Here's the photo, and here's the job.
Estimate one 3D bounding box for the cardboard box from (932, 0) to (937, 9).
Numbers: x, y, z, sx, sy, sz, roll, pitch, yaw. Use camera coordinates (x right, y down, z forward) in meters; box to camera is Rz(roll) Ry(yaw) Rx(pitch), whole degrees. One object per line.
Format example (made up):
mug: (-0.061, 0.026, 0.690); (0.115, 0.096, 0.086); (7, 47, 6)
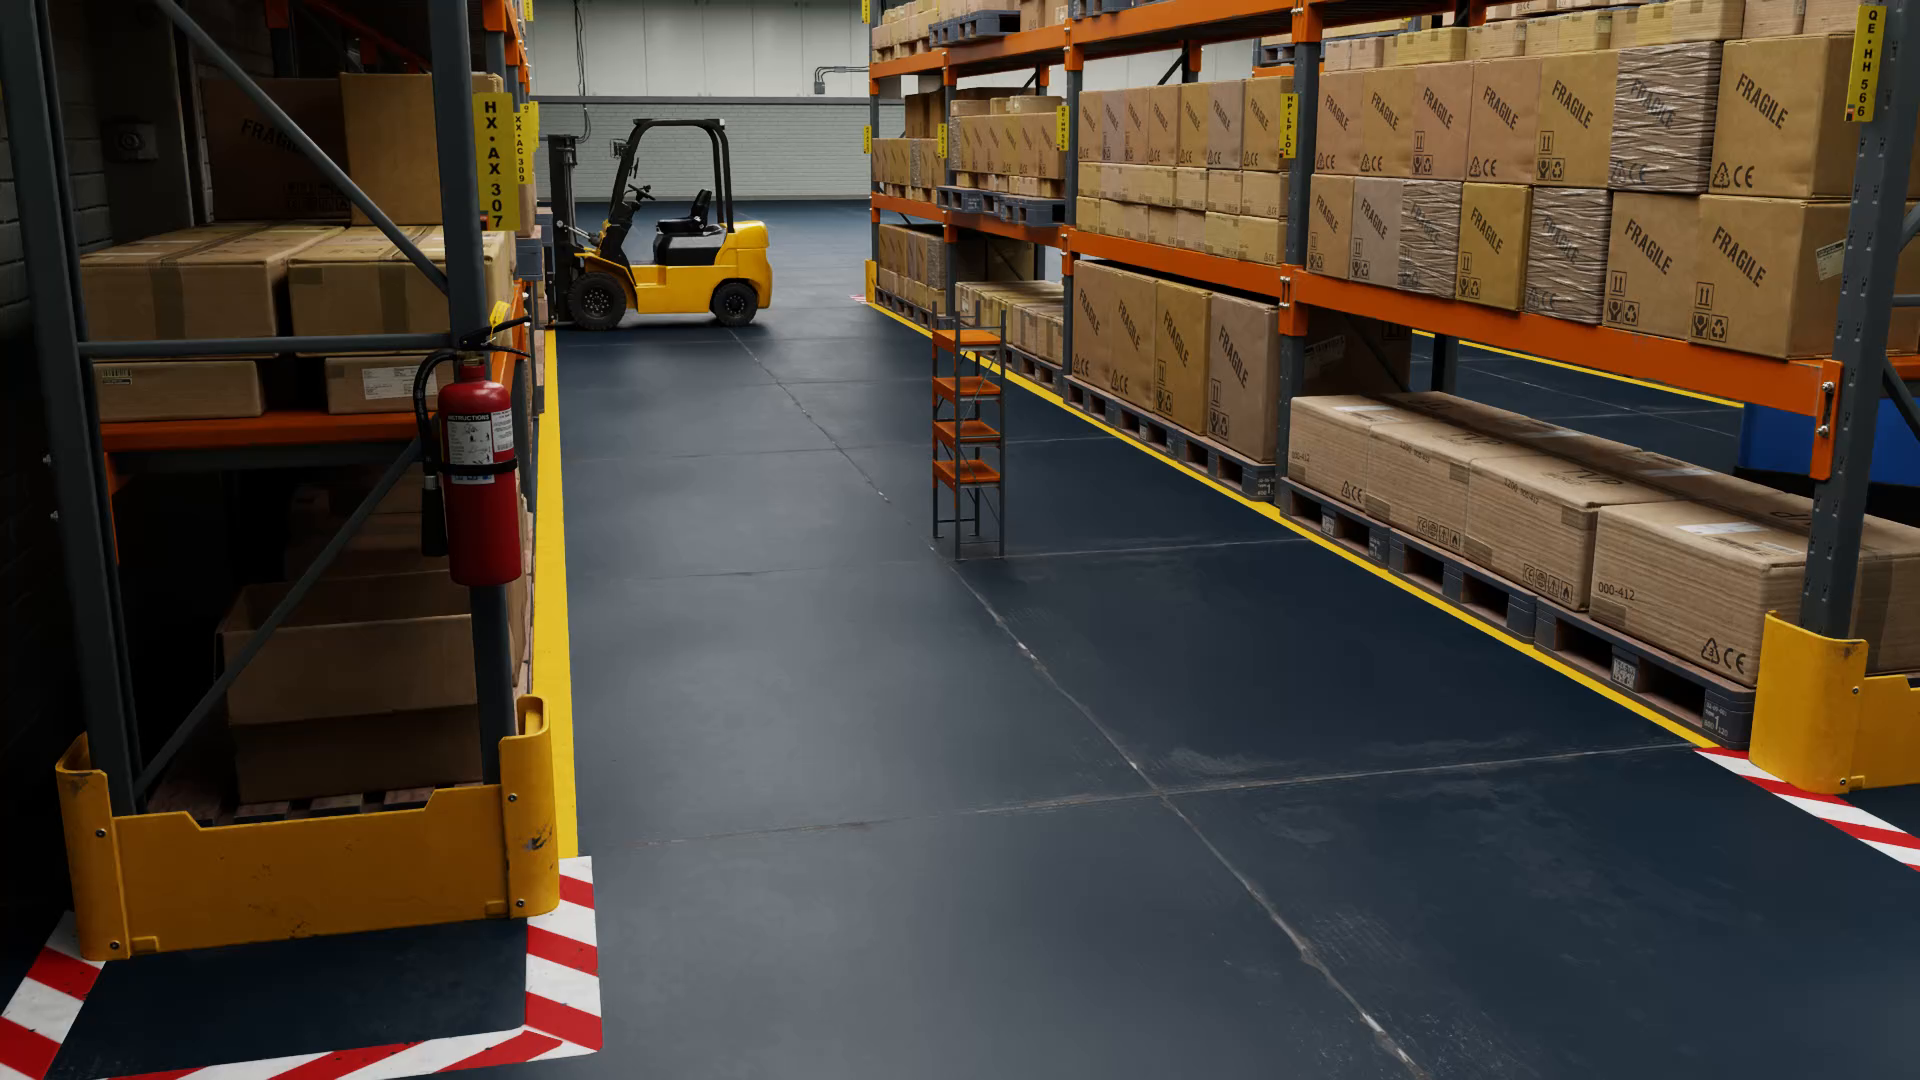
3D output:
cardboard box: (-0.066, -5.345, 16.514); (0.380, 0.149, 0.250); (-4, 14, -15)

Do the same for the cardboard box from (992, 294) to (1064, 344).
cardboard box: (0.819, -1.987, 14.890); (0.950, 0.372, 0.625); (-3, 14, -11)

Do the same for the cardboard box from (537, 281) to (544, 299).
cardboard box: (-4.281, -2.468, 16.065); (0.500, 0.250, 0.500); (-3, 14, -13)

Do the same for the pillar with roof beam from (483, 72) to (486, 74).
pillar with roof beam: (-8.980, -14.015, 46.833); (9.100, 9.000, 0.400); (-3, 14, -13)

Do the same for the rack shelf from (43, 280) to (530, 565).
rack shelf: (-2.119, -0.572, 5.964); (1.077, 0.370, 4.000); (-3, 14, -13)

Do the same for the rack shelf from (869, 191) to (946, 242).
rack shelf: (-0.113, -3.618, 18.431); (1.077, 0.370, 4.000); (-3, 14, -13)

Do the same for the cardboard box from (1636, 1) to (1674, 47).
cardboard box: (2.651, -1.831, 5.918); (0.380, 0.149, 0.250); (-3, 14, -12)

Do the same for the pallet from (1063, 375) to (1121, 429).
pallet: (1.408, -1.042, 12.249); (1.003, 0.211, 1.213); (-3, 14, -13)

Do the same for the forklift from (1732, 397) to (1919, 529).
forklift: (5.351, -1.715, 9.272); (1.130, 2.935, 3.031); (10, 17, 36)

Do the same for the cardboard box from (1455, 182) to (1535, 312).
cardboard box: (2.437, -1.236, 6.955); (0.500, 0.500, 0.500); (-3, 14, -12)

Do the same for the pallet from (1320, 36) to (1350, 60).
pallet: (4.680, -5.689, 19.261); (1.003, 0.211, 1.213); (-3, 14, -13)

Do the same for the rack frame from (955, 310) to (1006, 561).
rack frame: (0.096, -0.488, 7.898); (0.240, 1.200, 0.015); (-3, 14, -13)

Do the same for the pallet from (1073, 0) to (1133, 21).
pallet: (1.499, -3.803, 11.751); (1.213, 0.211, 1.003); (-3, 14, -11)

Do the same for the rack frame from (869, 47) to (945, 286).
rack frame: (-0.583, -4.429, 20.234); (1.000, 3.000, 0.127); (-3, 14, -13)

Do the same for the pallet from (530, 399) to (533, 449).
pallet: (-3.389, -0.777, 11.161); (1.003, 0.211, 1.213); (-3, 14, -13)

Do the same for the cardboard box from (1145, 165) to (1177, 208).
cardboard box: (1.507, -2.270, 10.660); (0.500, 0.250, 0.500); (-3, 14, -12)

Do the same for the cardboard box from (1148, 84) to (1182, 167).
cardboard box: (1.522, -2.639, 10.593); (0.500, 0.500, 0.500); (-3, 14, -12)

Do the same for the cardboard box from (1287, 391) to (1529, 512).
cardboard box: (2.279, -0.469, 8.540); (0.875, 0.438, 0.875); (-3, 14, -14)

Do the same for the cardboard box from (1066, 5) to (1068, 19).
cardboard box: (1.018, -3.979, 12.603); (0.380, 0.149, 0.250); (-3, 14, -13)

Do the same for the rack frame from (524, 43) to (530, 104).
rack frame: (-5.407, -4.151, 19.098); (1.000, 3.000, 0.127); (-3, 14, -13)

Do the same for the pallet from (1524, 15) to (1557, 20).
pallet: (5.616, -4.651, 15.222); (1.003, 0.211, 1.213); (-3, 14, -11)

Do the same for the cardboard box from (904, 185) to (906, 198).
cardboard box: (-0.419, -3.917, 18.669); (0.380, 0.149, 0.250); (-3, 14, -11)

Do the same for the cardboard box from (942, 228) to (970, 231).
cardboard box: (0.097, -3.254, 18.754); (0.500, 0.500, 0.500); (-4, 14, -15)

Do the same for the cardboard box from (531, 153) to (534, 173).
cardboard box: (-4.674, -3.747, 17.234); (0.500, 0.500, 0.500); (-3, 14, -13)

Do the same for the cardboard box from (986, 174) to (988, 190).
cardboard box: (0.446, -3.205, 14.869); (0.380, 0.149, 0.250); (-3, 14, -13)

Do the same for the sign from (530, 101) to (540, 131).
sign: (-4.876, -4.856, 19.043); (0.100, 0.325, 0.005); (-3, 14, -13)

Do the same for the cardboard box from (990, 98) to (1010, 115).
cardboard box: (0.479, -3.845, 14.756); (0.380, 0.149, 0.250); (-2, 14, -10)

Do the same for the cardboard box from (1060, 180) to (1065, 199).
cardboard box: (0.990, -2.728, 12.916); (0.380, 0.149, 0.250); (-3, 14, -11)

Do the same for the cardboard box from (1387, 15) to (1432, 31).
cardboard box: (4.748, -5.459, 17.565); (0.380, 0.149, 0.250); (-3, 14, -13)

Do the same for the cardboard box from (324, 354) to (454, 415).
cardboard box: (-1.459, -0.429, 4.393); (0.380, 0.149, 0.250); (-3, 14, -14)

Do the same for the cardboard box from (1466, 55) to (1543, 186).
cardboard box: (2.450, -1.719, 6.826); (0.500, 0.500, 0.500); (-3, 14, -14)

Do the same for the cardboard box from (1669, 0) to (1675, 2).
cardboard box: (6.161, -4.556, 13.869); (0.380, 0.149, 0.250); (-4, 14, -15)

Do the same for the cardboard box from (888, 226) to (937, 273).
cardboard box: (-0.529, -3.334, 19.082); (0.500, 0.500, 0.500); (-4, 14, -15)

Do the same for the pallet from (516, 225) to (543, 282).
pallet: (-2.670, -1.480, 8.569); (1.003, 0.211, 1.213); (-3, 14, -13)

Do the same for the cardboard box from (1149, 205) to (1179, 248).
cardboard box: (1.541, -2.031, 10.736); (0.500, 0.250, 0.500); (-3, 14, -13)

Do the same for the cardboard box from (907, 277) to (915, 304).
cardboard box: (-0.293, -2.735, 18.212); (0.500, 0.250, 0.500); (-3, 14, -12)

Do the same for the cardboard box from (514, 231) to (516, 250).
cardboard box: (-2.232, -1.351, 7.324); (0.500, 0.250, 0.500); (-3, 14, -12)

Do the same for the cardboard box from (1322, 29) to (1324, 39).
cardboard box: (4.331, -5.869, 19.242); (0.380, 0.149, 0.250); (-3, 14, -13)

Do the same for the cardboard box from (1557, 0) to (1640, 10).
cardboard box: (5.547, -4.773, 14.416); (0.500, 0.311, 0.500); (-3, 14, -13)

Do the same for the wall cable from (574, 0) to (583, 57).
wall cable: (-9.942, -15.624, 49.321); (3.097, 2.526, 0.112); (-3, 14, -13)

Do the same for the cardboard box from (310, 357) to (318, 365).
cardboard box: (-2.186, -0.638, 5.249); (0.380, 0.149, 0.250); (-4, 14, -15)

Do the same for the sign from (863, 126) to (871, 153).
sign: (-1.110, -4.819, 20.007); (0.100, 0.325, 0.005); (-3, 14, -13)

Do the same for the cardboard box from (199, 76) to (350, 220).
cardboard box: (-2.497, -1.460, 6.194); (0.500, 0.500, 0.500); (-4, 14, -15)

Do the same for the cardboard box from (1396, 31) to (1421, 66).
cardboard box: (2.233, -2.247, 7.619); (0.380, 0.149, 0.250); (-3, 14, -14)

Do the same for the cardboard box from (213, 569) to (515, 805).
cardboard box: (-1.700, 0.402, 4.836); (0.797, 0.503, 0.637); (-4, 14, -15)

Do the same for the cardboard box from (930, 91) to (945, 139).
cardboard box: (0.063, -4.650, 18.195); (0.700, 0.500, 0.500); (-3, 14, -14)

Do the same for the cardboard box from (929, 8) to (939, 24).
cardboard box: (-0.009, -5.122, 16.441); (0.500, 0.250, 0.500); (-3, 14, -14)

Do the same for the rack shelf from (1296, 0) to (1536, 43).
rack shelf: (2.705, -2.307, 6.744); (1.077, 0.370, 4.000); (-3, 14, -13)

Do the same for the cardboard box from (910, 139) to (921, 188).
cardboard box: (-0.243, -4.025, 17.746); (0.500, 0.500, 0.500); (-3, 14, -12)

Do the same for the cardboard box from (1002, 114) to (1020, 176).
cardboard box: (0.667, -3.305, 13.911); (0.500, 0.500, 0.500); (-4, 14, -17)

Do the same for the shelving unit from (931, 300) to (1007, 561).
shelving unit: (0.039, -0.545, 8.128); (0.258, 1.200, 0.503); (-3, 14, -13)

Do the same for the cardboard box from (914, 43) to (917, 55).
cardboard box: (-0.284, -5.259, 17.841); (0.380, 0.149, 0.250); (-3, 14, -14)
